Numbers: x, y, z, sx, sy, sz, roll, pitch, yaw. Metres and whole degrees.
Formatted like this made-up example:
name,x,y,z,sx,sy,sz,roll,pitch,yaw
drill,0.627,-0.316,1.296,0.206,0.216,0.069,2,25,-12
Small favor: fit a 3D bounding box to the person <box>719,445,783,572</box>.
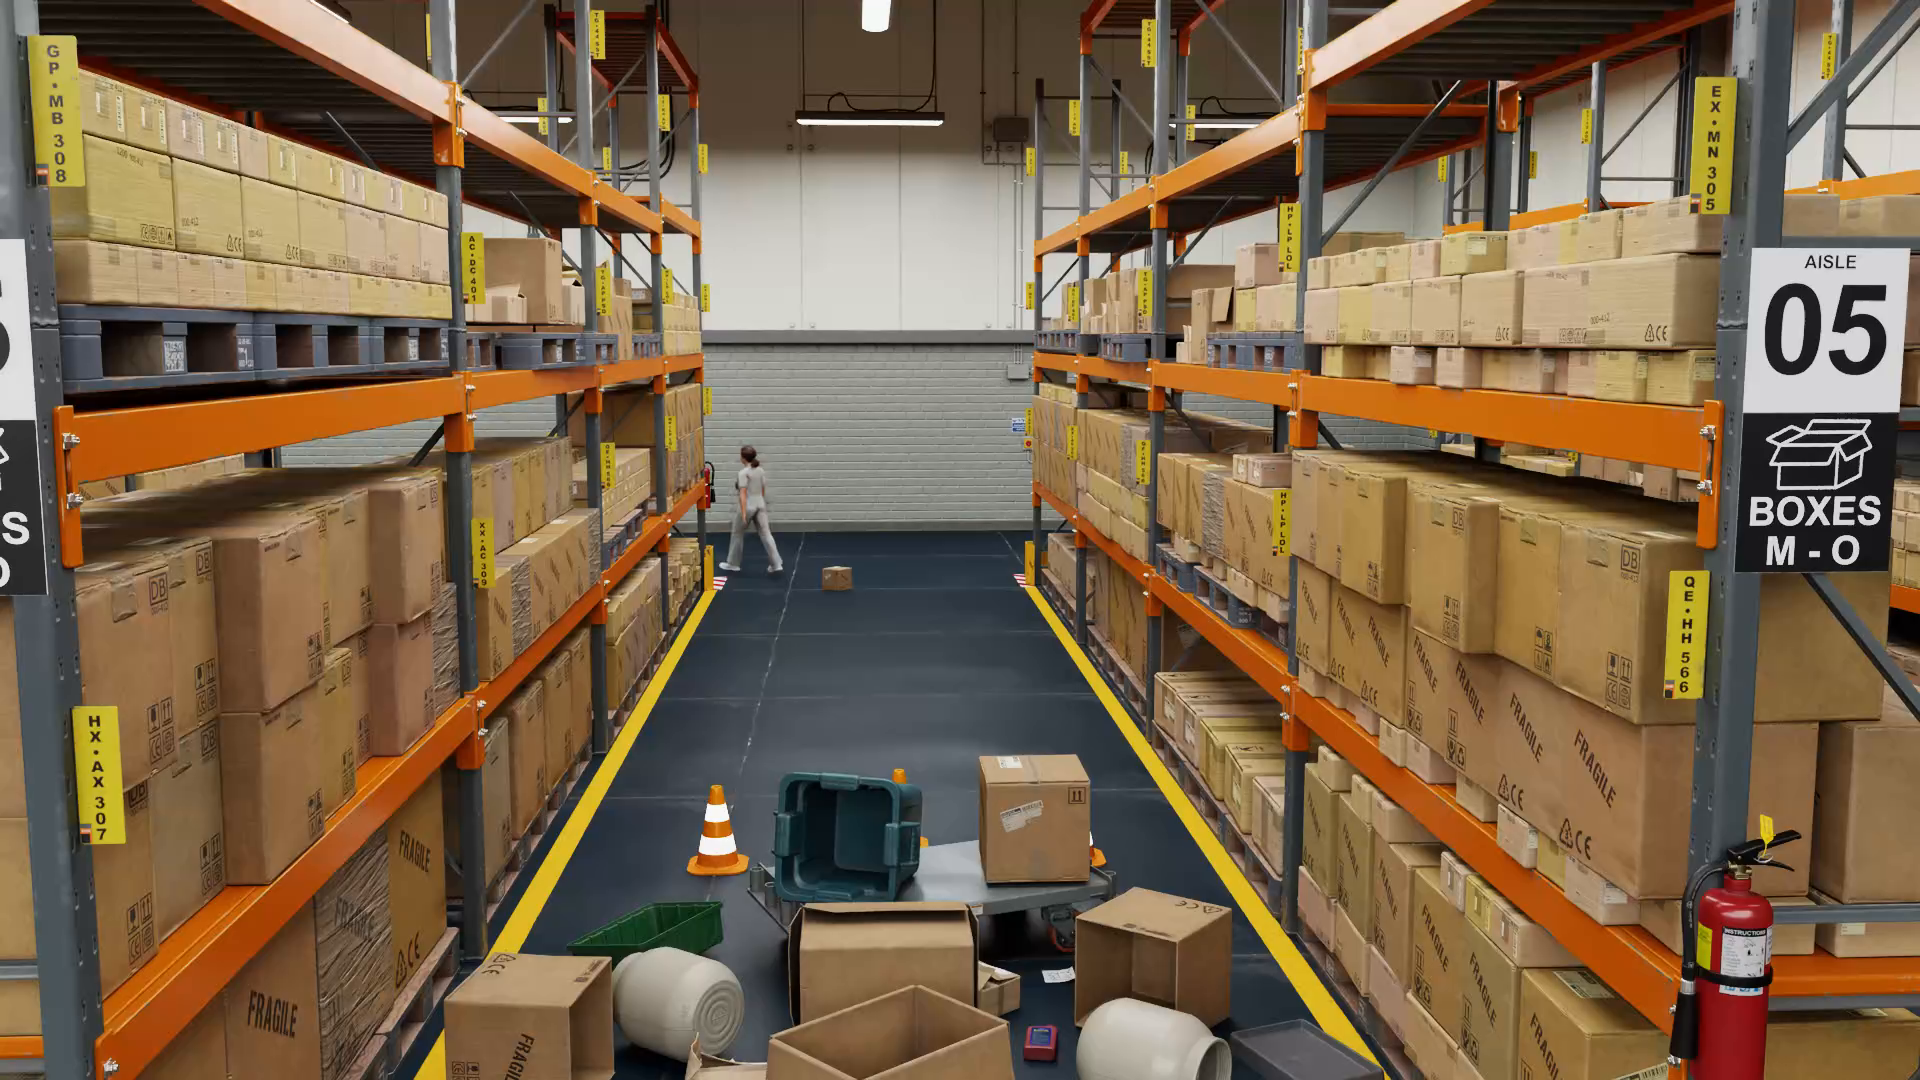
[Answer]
name,x,y,z,sx,sy,sz,roll,pitch,yaw
person,-2.654,-0.389,20.980,1.035,1.620,0.481,7,10,44
